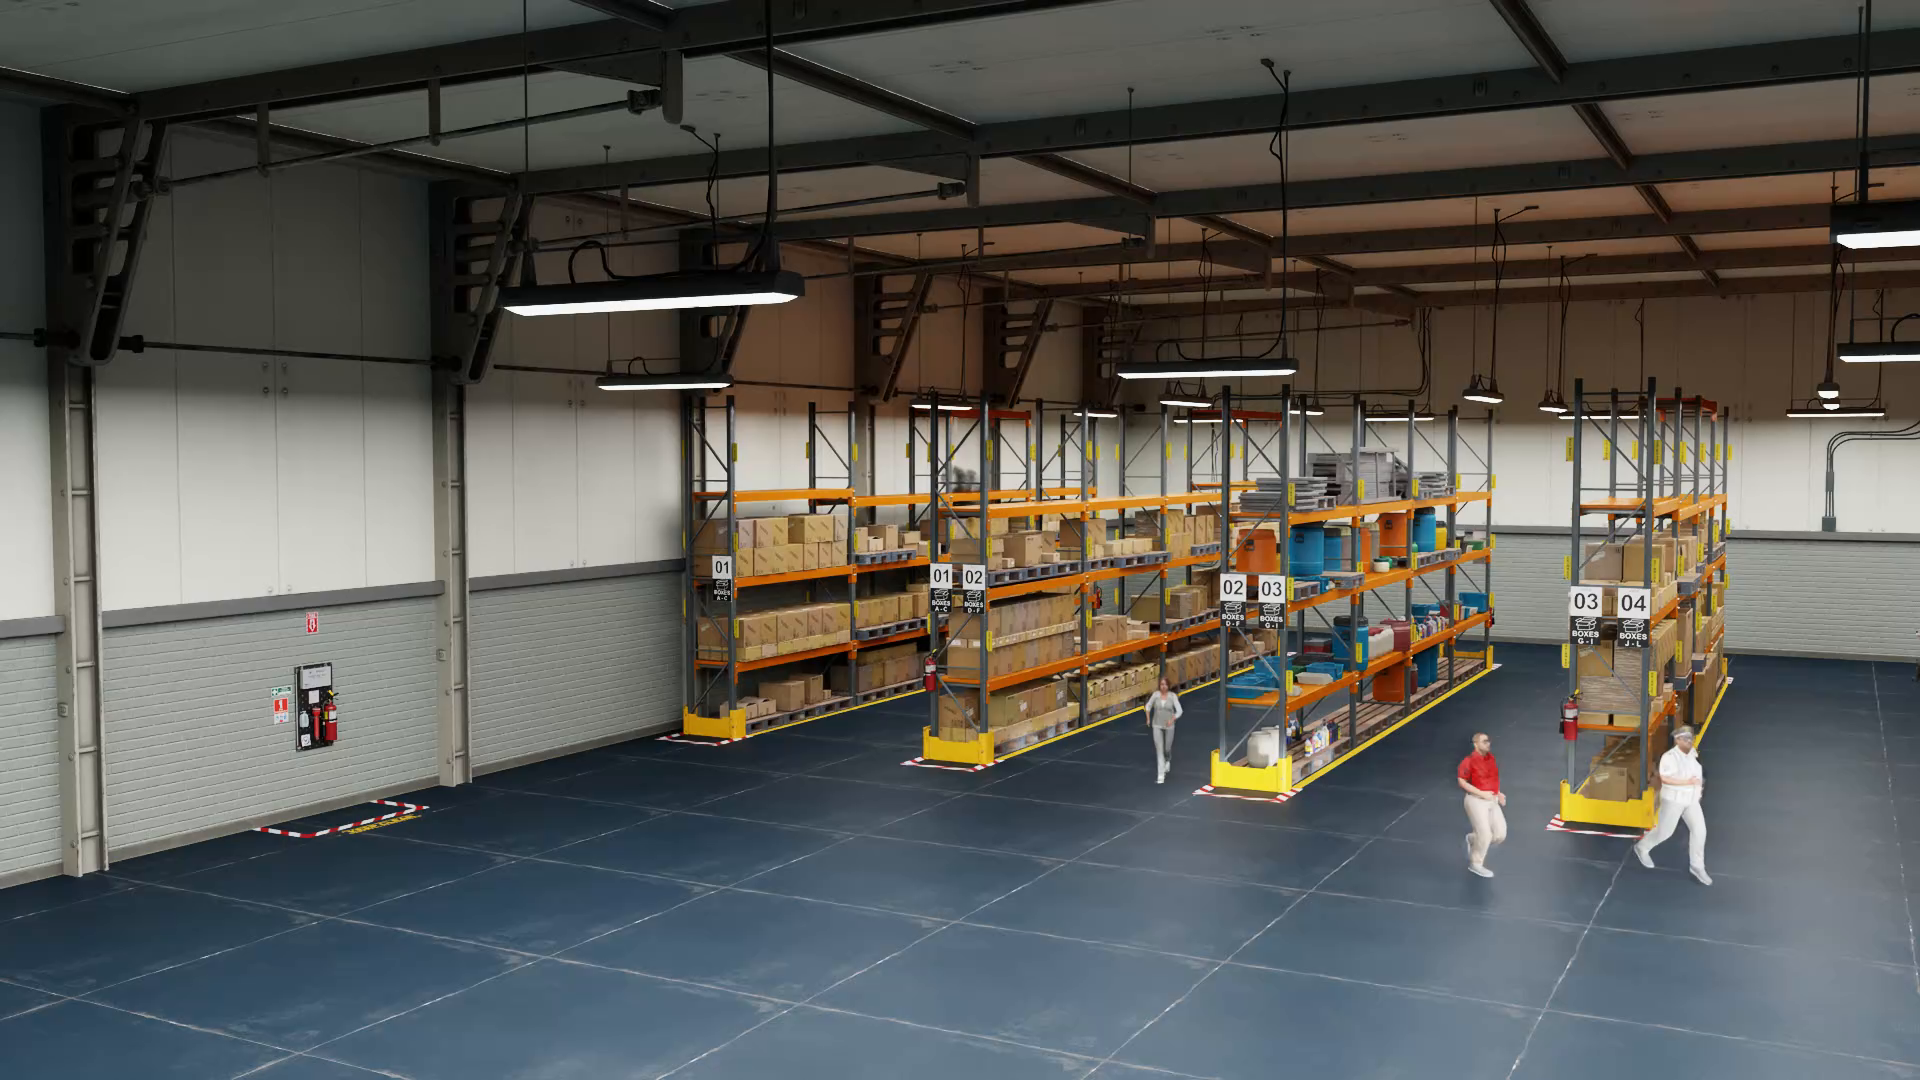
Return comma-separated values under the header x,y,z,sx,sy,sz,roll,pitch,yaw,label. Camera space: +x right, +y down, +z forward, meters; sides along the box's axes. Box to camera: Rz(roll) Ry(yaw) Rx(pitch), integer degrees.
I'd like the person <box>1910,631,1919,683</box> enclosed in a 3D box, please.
x,y,z,sx,sy,sz,roll,pitch,yaw,label
20.714,2.273,35.583,0.821,1.749,0.812,3,4,44,person

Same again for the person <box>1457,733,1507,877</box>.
x,y,z,sx,sy,sz,roll,pitch,yaw,label
6.195,3.131,19.738,0.664,1.685,0.599,-2,4,-34,person

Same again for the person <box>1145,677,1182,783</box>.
x,y,z,sx,sy,sz,roll,pitch,yaw,label
3.111,2.876,25.424,0.563,1.592,0.721,0,3,9,person

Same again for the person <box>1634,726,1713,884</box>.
x,y,z,sx,sy,sz,roll,pitch,yaw,label
8.472,3.083,19.653,0.672,1.831,0.952,-1,3,-21,person
